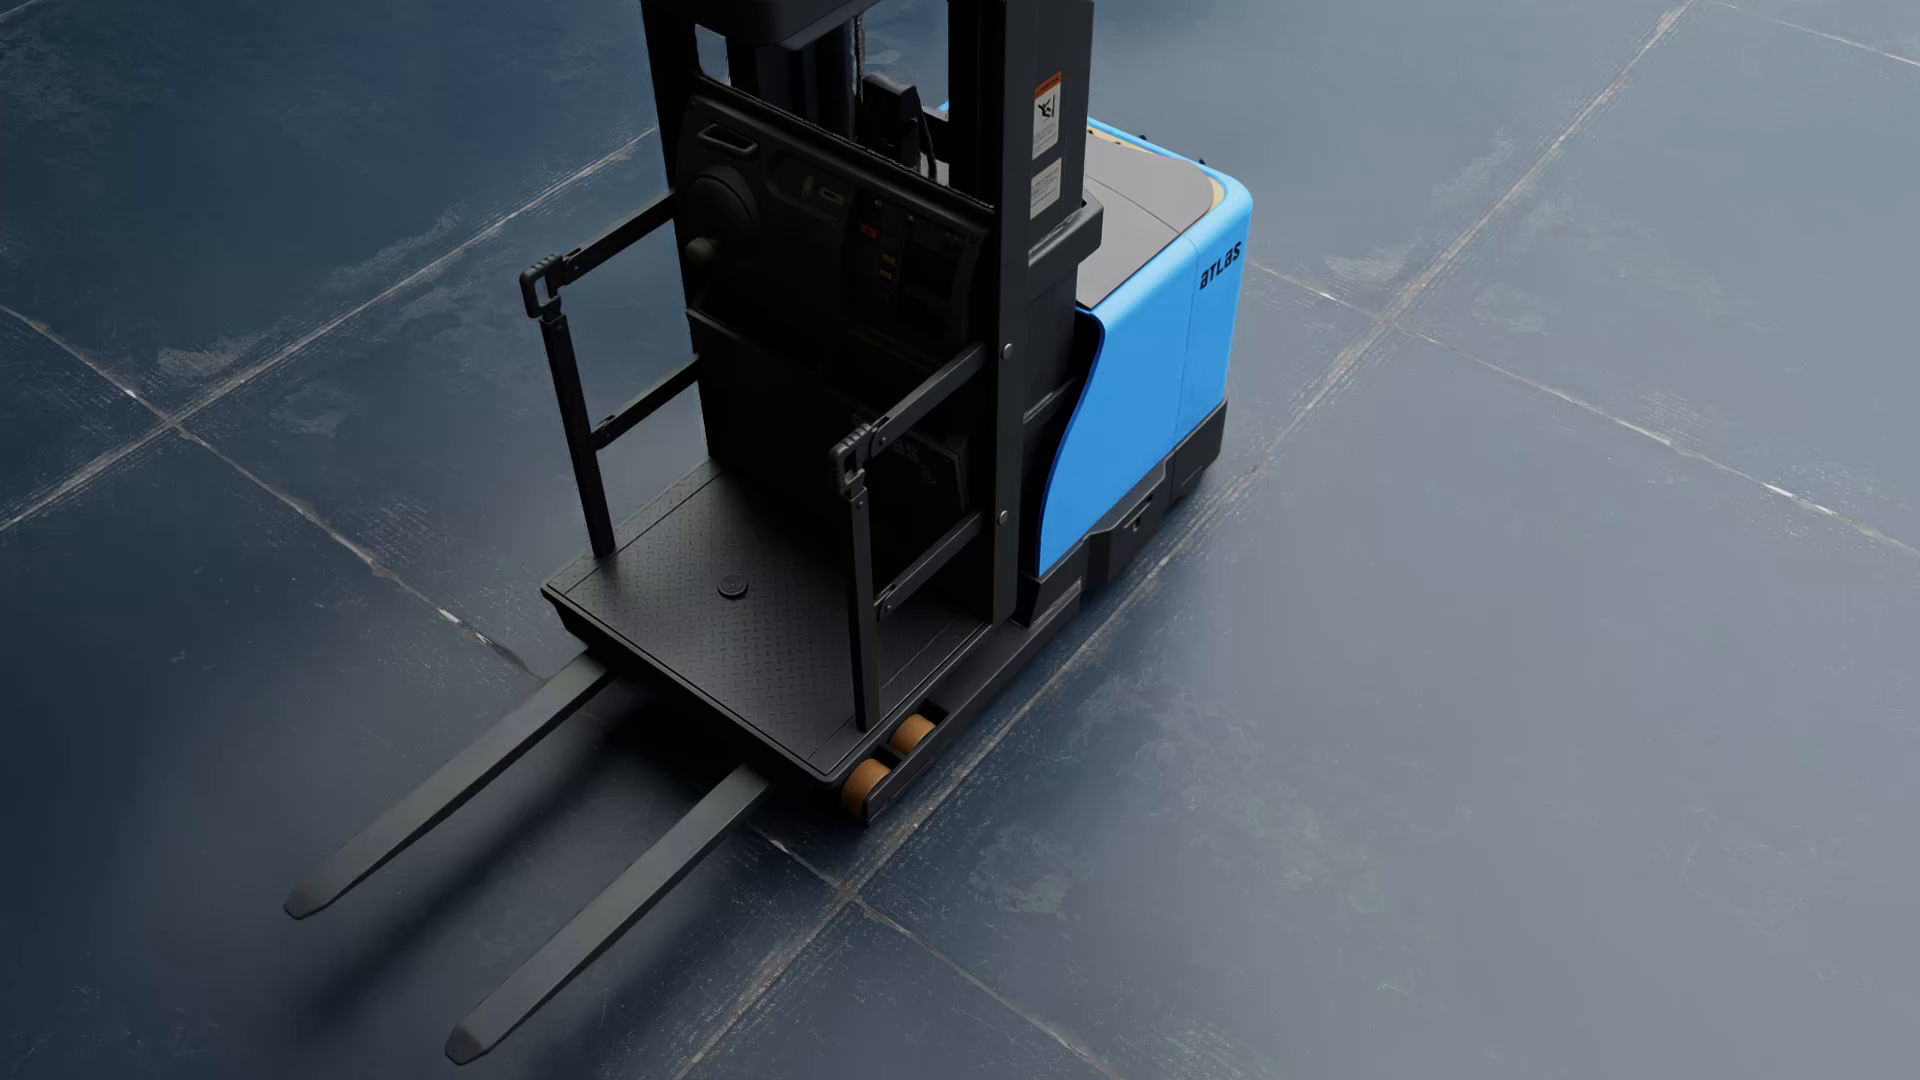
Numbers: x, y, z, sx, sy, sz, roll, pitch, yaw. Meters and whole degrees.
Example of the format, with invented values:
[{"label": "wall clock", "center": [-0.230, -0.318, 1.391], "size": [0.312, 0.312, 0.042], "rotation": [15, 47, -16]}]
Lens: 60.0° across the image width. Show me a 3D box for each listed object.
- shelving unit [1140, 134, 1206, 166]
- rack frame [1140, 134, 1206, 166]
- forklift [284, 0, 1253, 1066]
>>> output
[{"label": "shelving unit", "center": [0.598, -0.854, 5.443], "size": [0.258, 0.900, 0.210], "rotation": [30, 53, 26]}, {"label": "rack frame", "center": [0.662, -0.911, 5.498], "size": [0.240, 0.900, 0.006], "rotation": [30, 53, 26]}, {"label": "forklift", "center": [-0.459, -0.664, 3.857], "size": [1.130, 2.935, 3.031], "rotation": [30, 53, 26]}]
